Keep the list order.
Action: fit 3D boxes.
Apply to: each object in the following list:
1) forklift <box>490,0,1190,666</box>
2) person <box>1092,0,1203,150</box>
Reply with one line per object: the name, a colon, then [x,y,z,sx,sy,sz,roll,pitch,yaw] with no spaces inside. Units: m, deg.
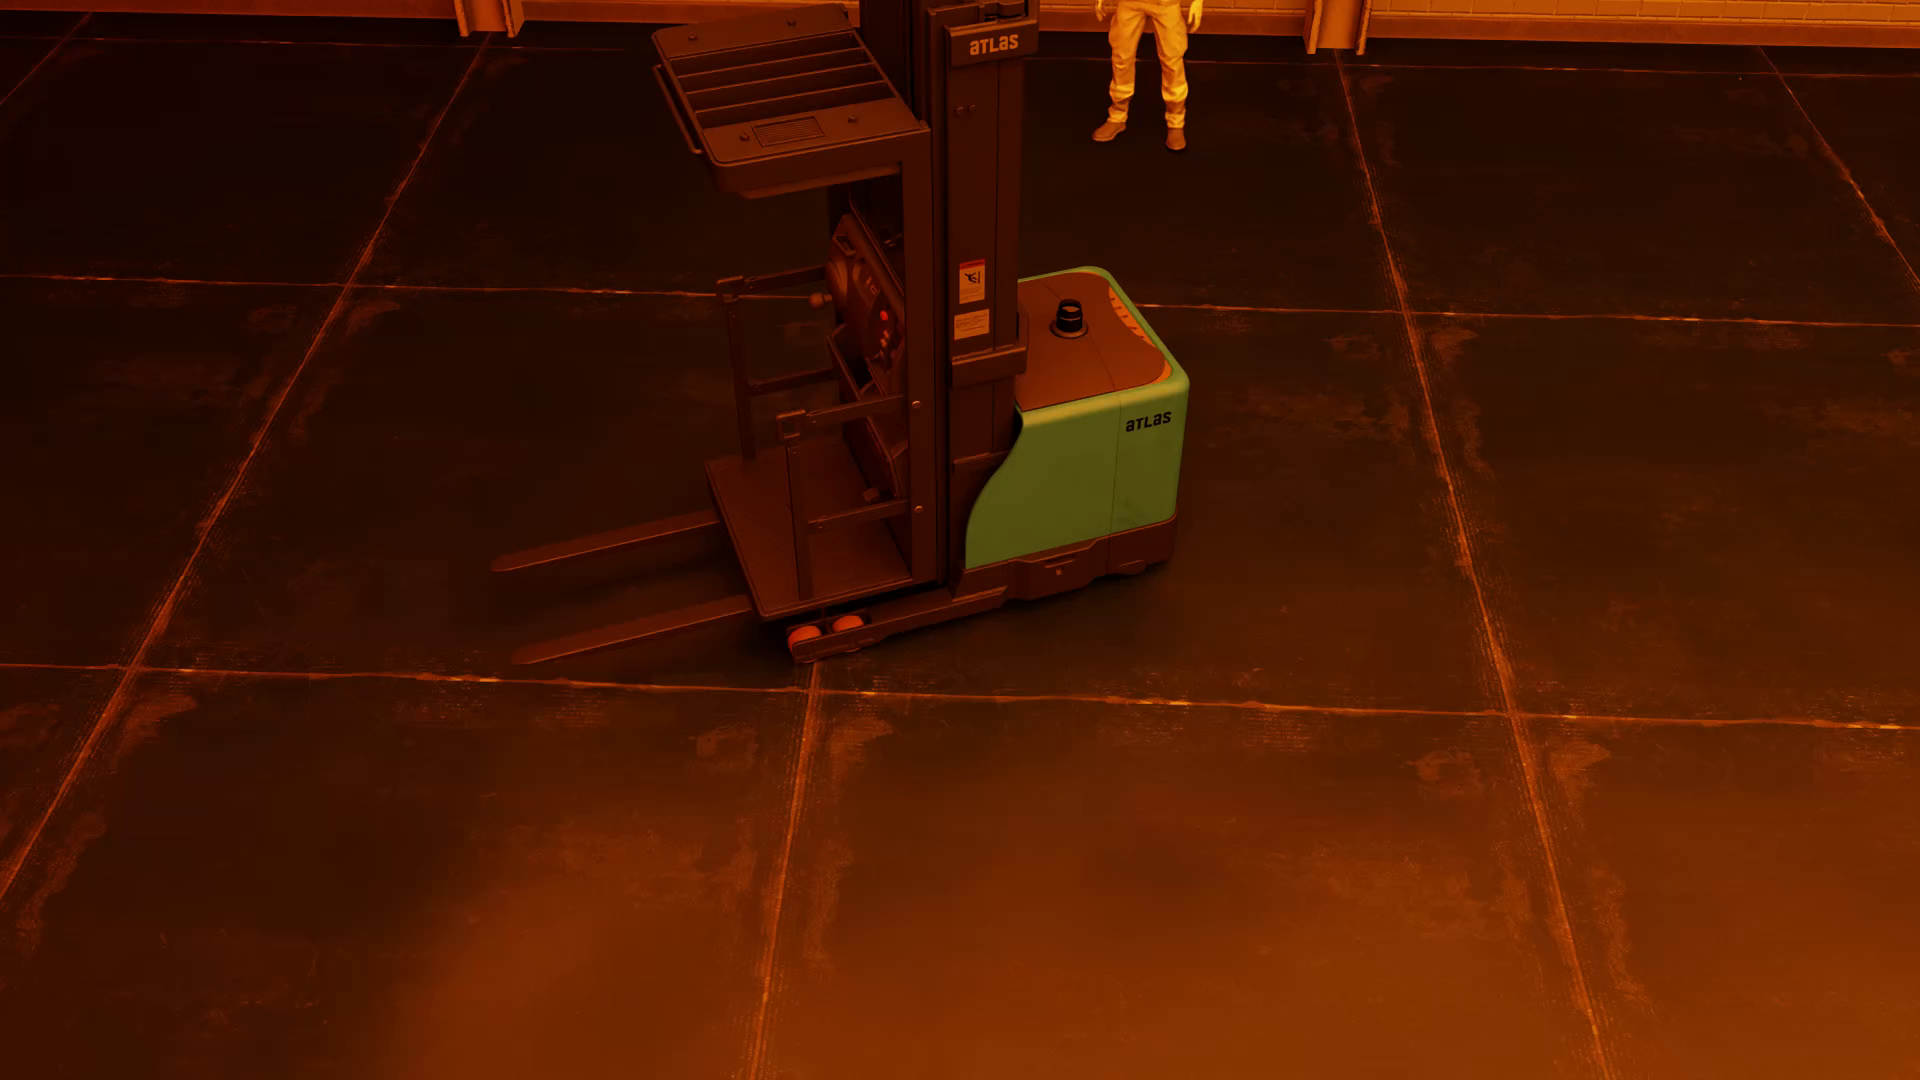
forklift: [-0.573,-0.945,6.778,3.031,2.935,1.130,-13,44,-14]
person: [1.157,-3.295,10.208,0.659,1.780,0.458,12,44,13]
